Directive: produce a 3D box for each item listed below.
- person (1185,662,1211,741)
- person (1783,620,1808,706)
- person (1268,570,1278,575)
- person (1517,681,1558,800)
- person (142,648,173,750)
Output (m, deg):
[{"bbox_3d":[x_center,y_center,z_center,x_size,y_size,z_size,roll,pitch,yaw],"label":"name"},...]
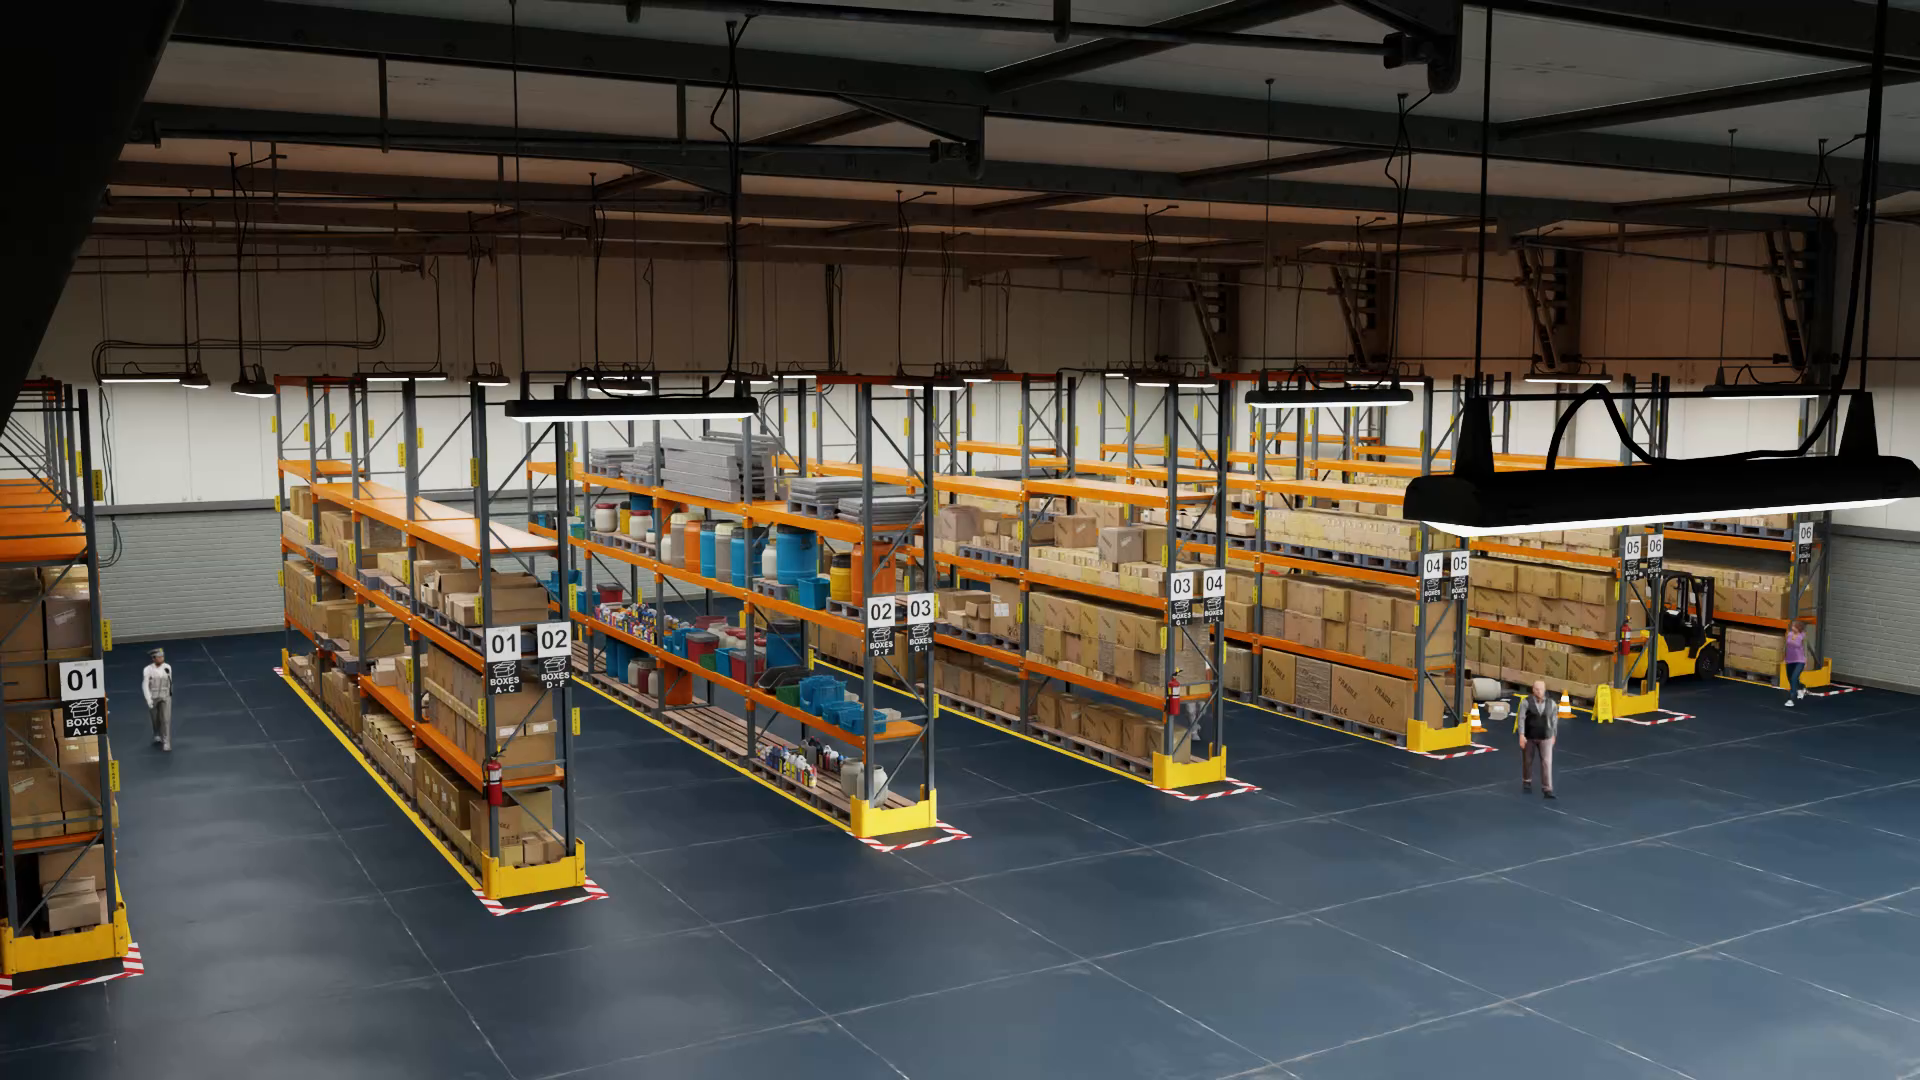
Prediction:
[{"bbox_3d":[3.850,2.445,27.722,0.625,1.732,0.633,-1,6,-10],"label":"person"},{"bbox_3d":[15.288,2.219,30.372,0.819,1.564,0.430,-4,8,-35],"label":"person"},{"bbox_3d":[6.755,1.538,35.669,0.532,1.782,0.520,6,8,41],"label":"person"},{"bbox_3d":[8.327,2.861,23.978,0.559,1.660,1.050,2,6,14],"label":"person"},{"bbox_3d":[-13.021,2.549,26.986,0.453,1.610,1.034,-3,7,-26],"label":"person"}]
